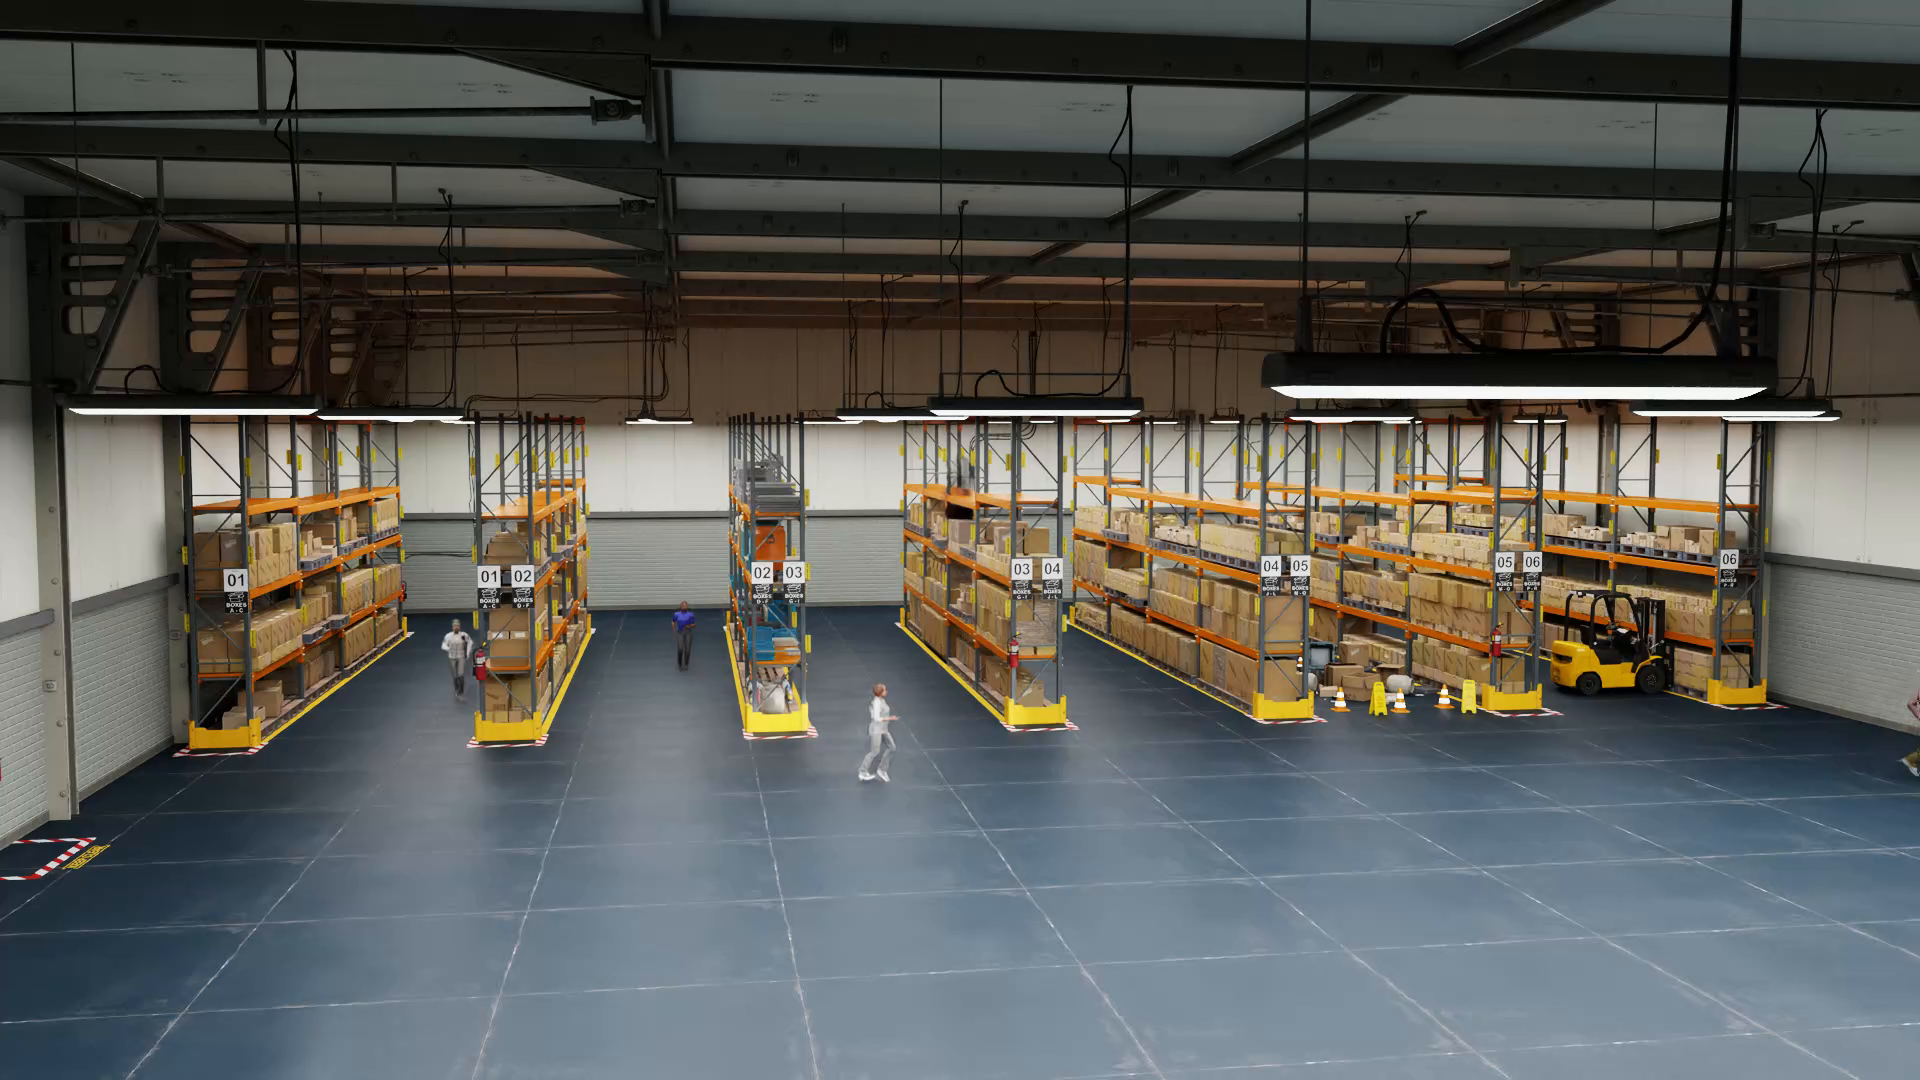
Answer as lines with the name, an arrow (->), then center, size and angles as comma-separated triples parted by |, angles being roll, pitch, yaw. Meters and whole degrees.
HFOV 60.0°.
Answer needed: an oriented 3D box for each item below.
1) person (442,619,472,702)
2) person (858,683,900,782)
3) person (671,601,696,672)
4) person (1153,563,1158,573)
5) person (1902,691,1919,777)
person -> -10.548, 2.523, 34.856 | 0.594, 1.747, 0.734 | -1, 4, -9
person -> -1.292, 3.113, 26.781 | 0.711, 1.625, 0.490 | 1, 4, 14
person -> -6.454, 2.302, 38.842 | 0.542, 1.573, 0.674 | -1, 4, -13
person -> 5.597, 1.578, 48.007 | 0.625, 1.834, 0.766 | -2, 4, -22
person -> 15.561, 3.005, 26.553 | 0.708, 1.754, 1.049 | -2, 5, -31
